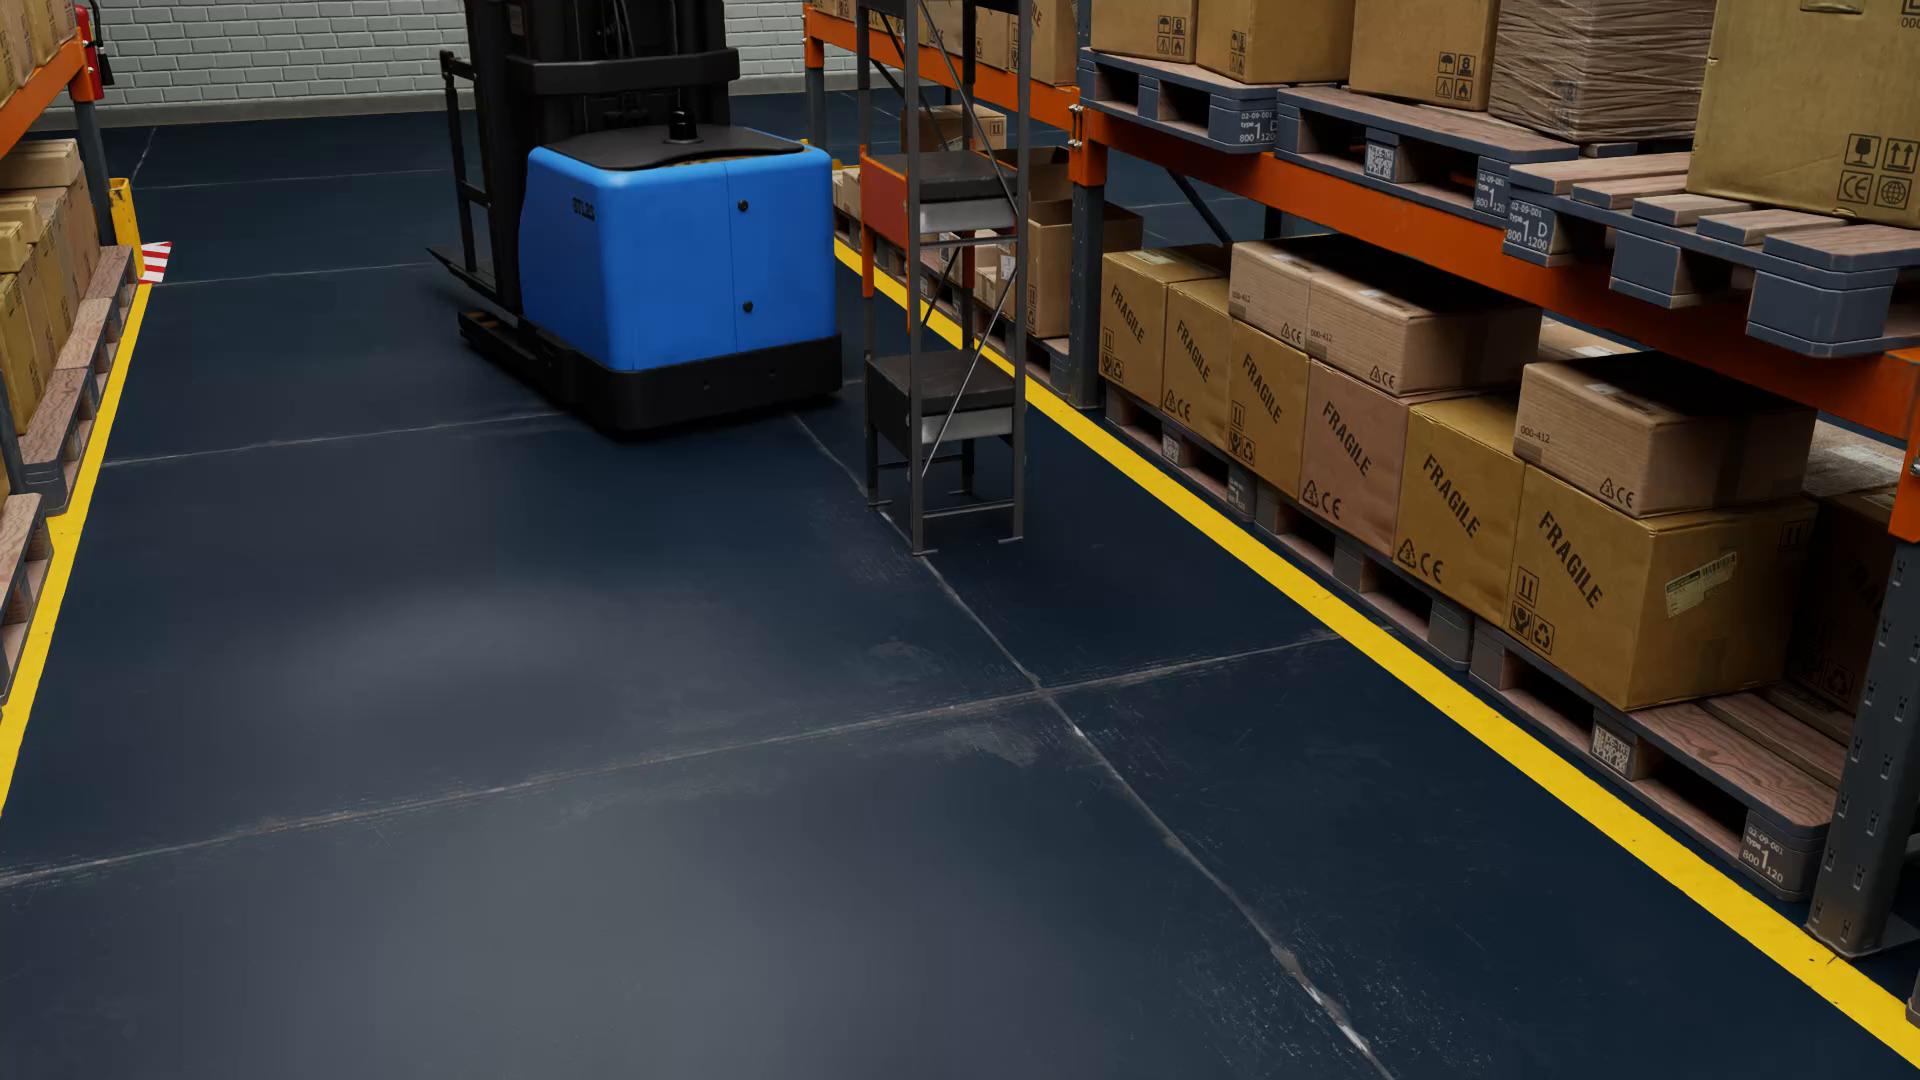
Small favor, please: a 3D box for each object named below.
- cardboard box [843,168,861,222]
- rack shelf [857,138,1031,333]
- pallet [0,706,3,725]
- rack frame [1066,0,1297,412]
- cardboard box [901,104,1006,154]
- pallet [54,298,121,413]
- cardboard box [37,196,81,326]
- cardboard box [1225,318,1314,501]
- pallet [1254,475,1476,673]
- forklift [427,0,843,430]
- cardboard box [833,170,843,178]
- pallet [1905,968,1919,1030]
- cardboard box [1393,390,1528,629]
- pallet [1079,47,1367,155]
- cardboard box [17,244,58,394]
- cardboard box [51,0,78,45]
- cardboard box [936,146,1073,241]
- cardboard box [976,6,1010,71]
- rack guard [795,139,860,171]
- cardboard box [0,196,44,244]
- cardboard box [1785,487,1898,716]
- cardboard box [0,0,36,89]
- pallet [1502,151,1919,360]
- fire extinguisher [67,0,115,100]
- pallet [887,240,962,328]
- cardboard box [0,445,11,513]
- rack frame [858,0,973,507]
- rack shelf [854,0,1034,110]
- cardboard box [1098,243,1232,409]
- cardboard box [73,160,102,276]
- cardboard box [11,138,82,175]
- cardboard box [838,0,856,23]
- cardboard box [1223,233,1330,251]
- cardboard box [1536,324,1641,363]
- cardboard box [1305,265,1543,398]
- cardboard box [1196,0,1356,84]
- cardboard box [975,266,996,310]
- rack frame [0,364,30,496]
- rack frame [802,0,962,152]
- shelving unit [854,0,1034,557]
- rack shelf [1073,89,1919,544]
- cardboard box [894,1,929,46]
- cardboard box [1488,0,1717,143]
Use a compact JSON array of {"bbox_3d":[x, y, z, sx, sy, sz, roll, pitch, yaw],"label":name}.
[{"bbox_3d":[-0.362,-1.985,9.571,0.500,0.250,0.500,-8,24,-19],"label":"cardboard box"},{"bbox_3d":[-0.058,-1.015,5.490,0.431,0.518,0.480,-8,24,-19],"label":"rack shelf"},{"bbox_3d":[-2.908,0.666,3.898,1.003,0.211,1.213,-8,24,-19],"label":"pallet"},{"bbox_3d":[0.947,-2.014,6.666,1.000,3.000,0.127,-8,24,-19],"label":"rack frame"},{"bbox_3d":[-0.043,-2.354,10.126,0.500,0.500,0.500,-8,24,-19],"label":"cardboard box"},{"bbox_3d":[-4.316,-0.779,7.326,1.003,0.211,1.213,-8,24,-19],"label":"pallet"},{"bbox_3d":[-4.403,-1.223,7.467,0.700,0.500,0.500,-9,25,-21],"label":"cardboard box"},{"bbox_3d":[1.259,-0.481,5.680,0.500,0.500,0.500,-8,24,-18],"label":"cardboard box"},{"bbox_3d":[1.705,0.005,5.465,1.003,0.211,1.213,-8,24,-19],"label":"pallet"},{"bbox_3d":[-1.739,-2.305,7.446,1.130,2.935,3.031,-15,27,-31],"label":"forklift"},{"bbox_3d":[-0.639,-2.157,10.110,0.380,0.149,0.250,-8,24,-19],"label":"cardboard box"},{"bbox_3d":[2.615,1.029,3.037,1.003,0.211,1.213,-8,24,-19],"label":"pallet"},{"bbox_3d":[1.628,-0.107,4.794,0.500,0.500,0.500,-9,25,-21],"label":"cardboard box"},{"bbox_3d":[1.127,-1.620,5.979,1.003,0.211,1.213,-8,24,-19],"label":"pallet"},{"bbox_3d":[-4.028,-0.843,6.567,0.700,0.500,0.500,-9,24,-20],"label":"cardboard box"},{"bbox_3d":[-4.909,-2.741,8.004,0.980,0.700,0.700,-7,24,-17],"label":"cardboard box"},{"bbox_3d":[0.279,-1.748,8.684,0.797,0.503,0.637,-8,24,-19],"label":"cardboard box"},{"bbox_3d":[0.347,-2.394,7.438,0.500,0.500,0.500,-8,24,-17],"label":"cardboard box"},{"bbox_3d":[-0.439,-2.288,10.534,1.175,0.500,0.348,-8,24,-19],"label":"rack guard"},{"bbox_3d":[-3.989,-1.298,6.811,0.380,0.149,0.250,-9,24,-20],"label":"cardboard box"},{"bbox_3d":[2.467,0.184,4.103,0.500,0.500,0.500,-7,24,-17],"label":"cardboard box"},{"bbox_3d":[-4.381,-2.199,6.720,0.980,0.700,0.700,-10,25,-22],"label":"cardboard box"},{"bbox_3d":[2.055,-0.709,3.817,1.213,0.211,1.003,-8,24,-19],"label":"pallet"},{"bbox_3d":[-4.720,-2.697,8.866,0.296,0.674,0.183,-8,24,-19],"label":"fire extinguisher"},{"bbox_3d":[0.271,-1.423,8.854,1.003,0.211,1.213,-8,24,-19],"label":"pallet"},{"bbox_3d":[-3.334,-0.317,4.868,0.750,0.750,0.750,-8,24,-18],"label":"cardboard box"},{"bbox_3d":[-0.145,-1.116,5.695,0.400,2.100,0.015,-8,24,-19],"label":"rack frame"},{"bbox_3d":[-0.058,-1.660,5.218,0.431,0.518,0.480,-8,24,-19],"label":"rack shelf"},{"bbox_3d":[0.890,-0.856,6.570,0.500,0.500,0.500,-9,25,-21],"label":"cardboard box"},{"bbox_3d":[-4.758,-1.587,8.332,0.700,0.500,0.500,-8,24,-19],"label":"cardboard box"},{"bbox_3d":[-4.542,-1.865,8.154,0.380,0.149,0.250,-9,24,-20],"label":"cardboard box"},{"bbox_3d":[-0.369,-3.129,9.184,0.500,0.500,0.500,-9,24,-20],"label":"cardboard box"},{"bbox_3d":[1.390,-0.925,6.734,0.500,0.500,0.500,-8,24,-19],"label":"cardboard box"},{"bbox_3d":[1.915,-0.377,5.435,0.500,0.500,0.500,-9,25,-21],"label":"cardboard box"},{"bbox_3d":[1.421,-0.656,5.130,0.500,0.250,0.500,-9,24,-20],"label":"cardboard box"},{"bbox_3d":[1.208,-1.810,5.512,0.700,0.500,0.500,-5,23,-11],"label":"cardboard box"},{"bbox_3d":[0.292,-1.199,7.837,0.380,0.149,0.250,-8,24,-19],"label":"cardboard box"},{"bbox_3d":[-3.686,-1.333,5.050,1.000,3.000,0.127,-8,24,-19],"label":"rack frame"},{"bbox_3d":[-0.466,-3.467,10.114,1.000,3.000,0.127,-8,24,-19],"label":"rack frame"},{"bbox_3d":[-0.058,-1.028,5.485,0.431,2.100,0.503,-8,24,-19],"label":"shelving unit"},{"bbox_3d":[1.654,-0.956,5.082,1.077,0.370,4.000,-8,24,-19],"label":"rack shelf"},{"bbox_3d":[-0.019,-2.765,8.319,0.500,0.500,0.500,-8,24,-18],"label":"cardboard box"},{"bbox_3d":[1.888,-1.372,4.474,0.700,0.500,0.500,-4,23,-9],"label":"cardboard box"}]
